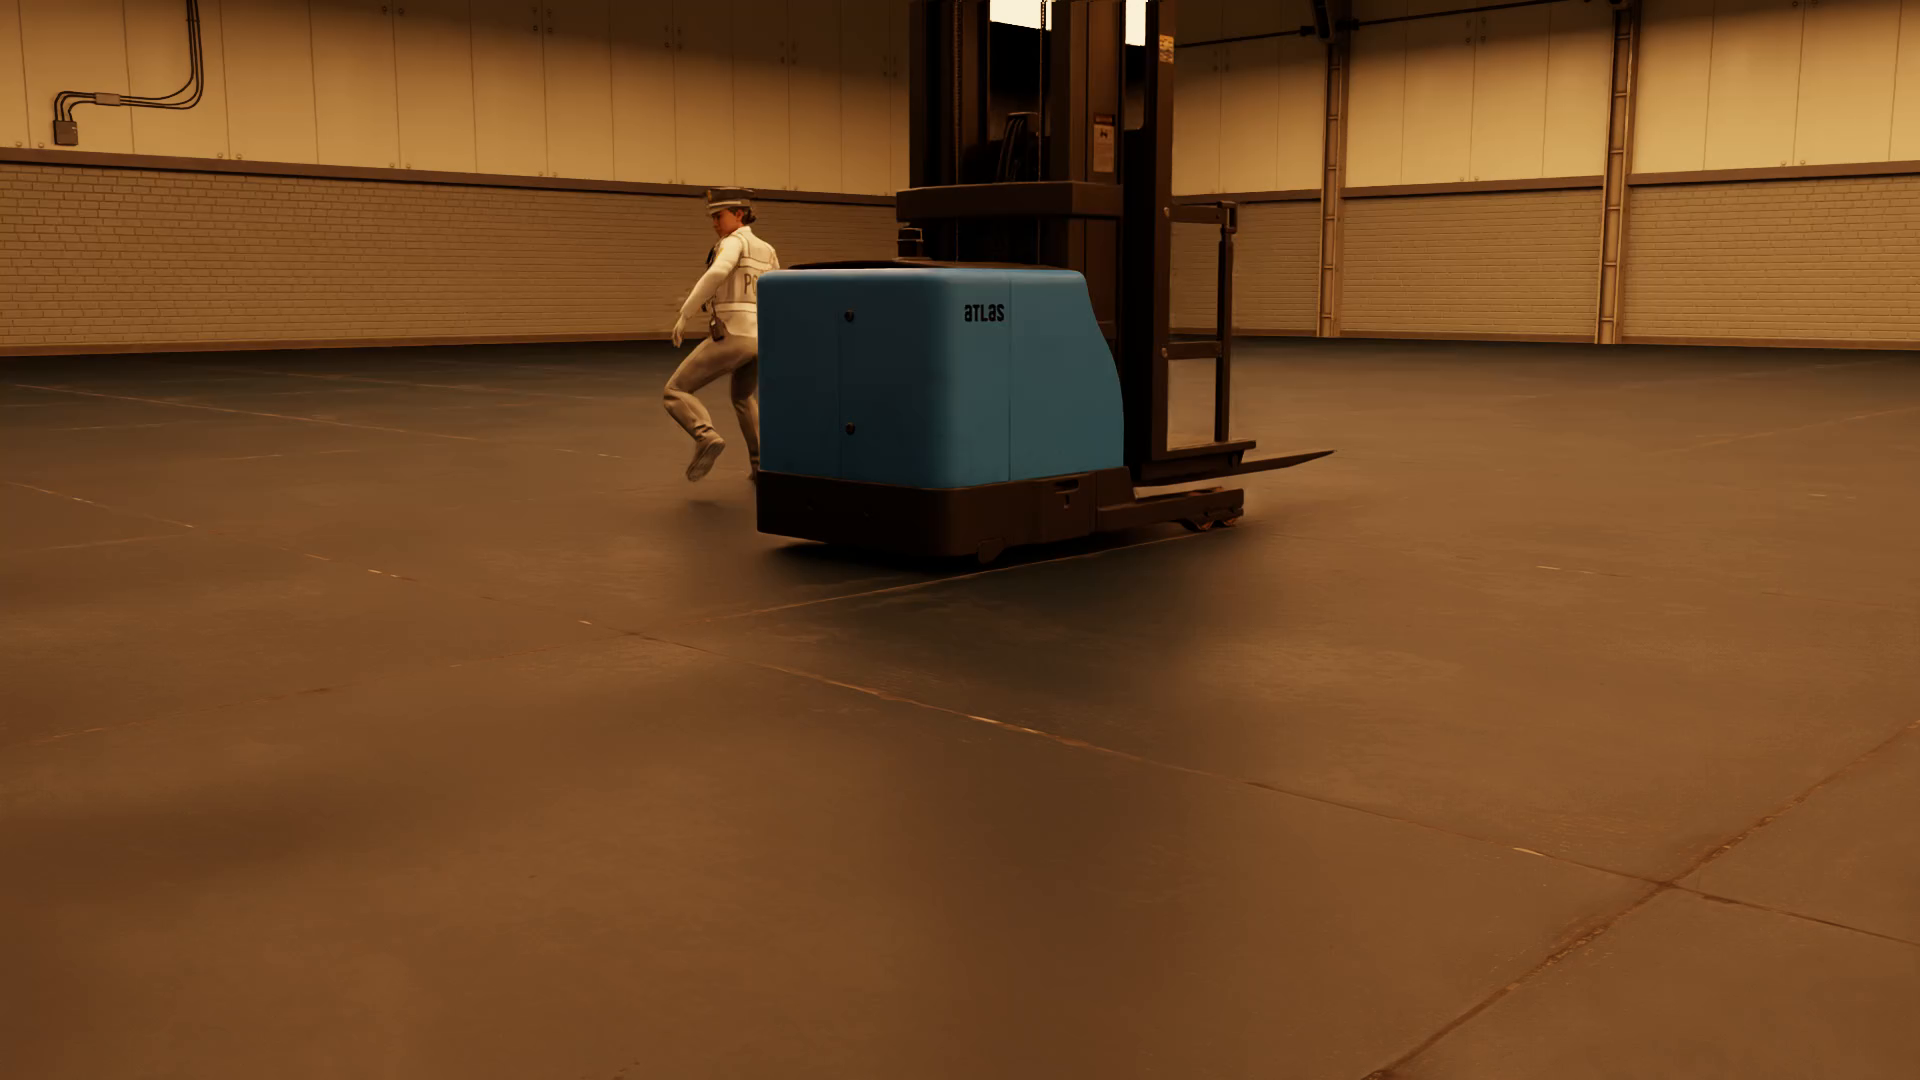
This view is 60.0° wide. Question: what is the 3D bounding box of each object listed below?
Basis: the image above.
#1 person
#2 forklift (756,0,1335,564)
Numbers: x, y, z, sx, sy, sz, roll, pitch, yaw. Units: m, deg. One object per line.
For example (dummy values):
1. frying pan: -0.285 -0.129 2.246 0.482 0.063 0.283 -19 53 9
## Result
1. person: -1.145 -1.021 8.526 0.473 1.553 0.991 6 10 34
2. forklift: 0.569 -1.531 7.043 1.130 2.935 3.031 8 11 42
